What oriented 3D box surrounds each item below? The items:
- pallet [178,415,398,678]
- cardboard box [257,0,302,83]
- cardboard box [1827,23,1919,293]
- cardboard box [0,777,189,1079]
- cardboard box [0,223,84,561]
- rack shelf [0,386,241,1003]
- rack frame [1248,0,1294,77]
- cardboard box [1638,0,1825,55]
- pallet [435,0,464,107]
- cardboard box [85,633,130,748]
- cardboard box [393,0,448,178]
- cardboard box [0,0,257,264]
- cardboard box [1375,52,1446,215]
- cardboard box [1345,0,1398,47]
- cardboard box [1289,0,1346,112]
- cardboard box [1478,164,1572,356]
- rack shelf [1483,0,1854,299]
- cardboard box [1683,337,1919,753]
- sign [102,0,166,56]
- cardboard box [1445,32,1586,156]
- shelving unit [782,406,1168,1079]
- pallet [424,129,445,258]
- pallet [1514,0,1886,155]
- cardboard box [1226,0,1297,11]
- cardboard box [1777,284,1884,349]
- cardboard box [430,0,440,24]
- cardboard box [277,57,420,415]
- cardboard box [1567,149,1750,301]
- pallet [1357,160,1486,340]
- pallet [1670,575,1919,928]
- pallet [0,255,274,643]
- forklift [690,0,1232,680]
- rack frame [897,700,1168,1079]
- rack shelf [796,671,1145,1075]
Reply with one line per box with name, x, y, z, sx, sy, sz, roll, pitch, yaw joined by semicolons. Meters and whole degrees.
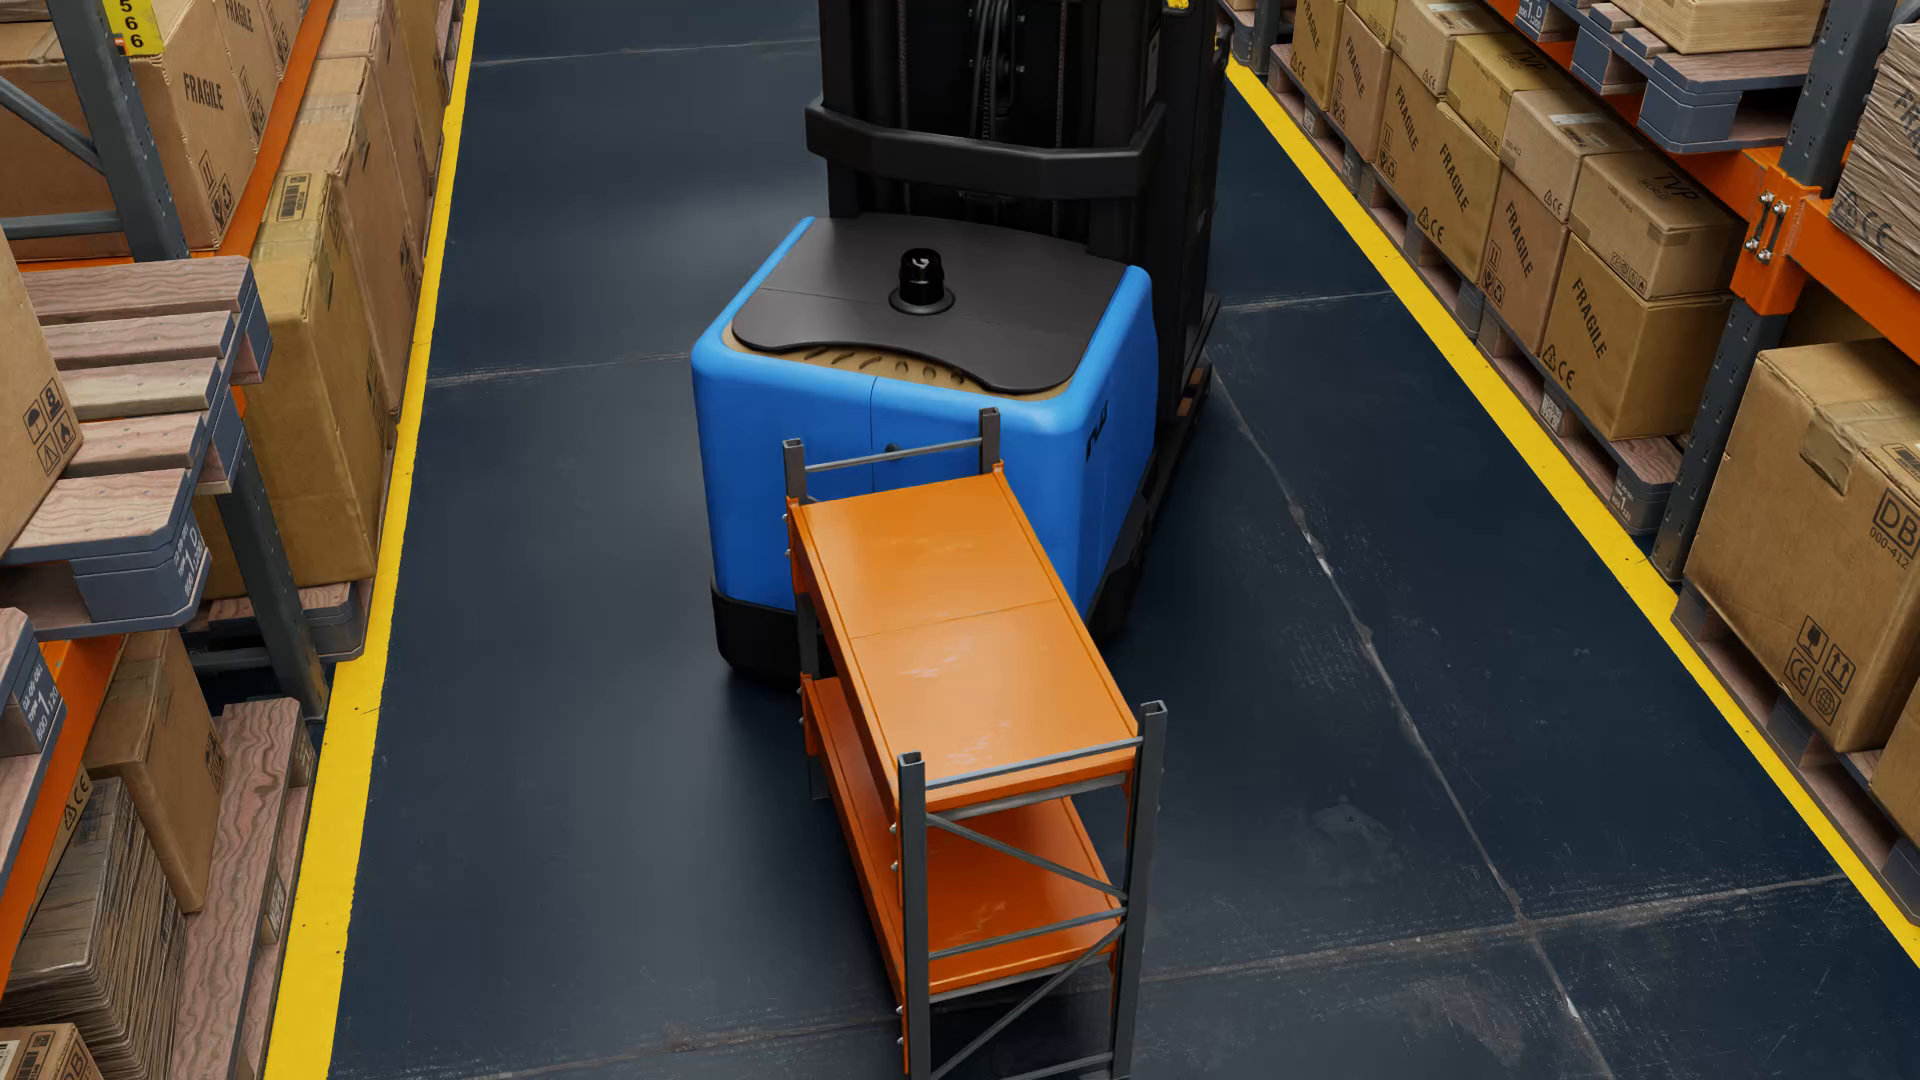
pallet;-2.325;-0.047;5.138;1.003;0.211;1.213;-6;38;-8
cardboard box;-2.264;-1.647;4.843;0.500;0.500;0.500;-7;38;-9
cardboard box;2.453;-0.876;3.851;0.500;0.500;0.500;-6;38;-7
cardboard box;-2.014;0.886;3.344;0.700;0.500;0.500;-9;39;-12
cardboard box;-1.930;-0.221;2.666;0.700;0.500;0.500;-1;38;-1
rack shelf;-1.910;0.828;2.325;1.077;0.370;4.000;-6;38;-8
rack frame;1.939;-3.552;7.378;1.000;3.000;0.127;-6;38;-8
cardboard box;2.101;-1.451;4.536;0.380;0.149;0.250;-6;38;-7
pallet;-3.018;-2.446;8.227;1.003;0.211;1.213;-6;38;-8
cardboard box;-2.114;0.255;3.545;0.500;0.250;0.500;-5;38;-6
cardboard box;-2.830;-2.022;6.798;1.225;0.875;0.875;-6;38;-8
cardboard box;-2.078;-1.026;4.044;0.500;0.500;0.500;-5;38;-7
cardboard box;2.007;-1.622;6.588;0.500;0.500;0.500;-6;38;-7
cardboard box;1.904;-2.231;6.761;0.500;0.250;0.500;-5;38;-7
cardboard box;1.807;-2.256;7.404;0.500;0.500;0.500;-5;38;-6
cardboard box;2.180;-0.998;5.785;0.500;0.500;0.500;-5;38;-6
rack shelf;2.290;-2.060;6.043;1.077;0.370;4.000;-6;38;-8
cardboard box;2.658;-0.036;4.343;1.050;0.750;0.750;-7;38;-9
sign;-1.728;-1.154;3.411;0.100;0.325;0.005;-6;38;-8
cardboard box;2.089;-1.609;5.960;0.500;0.250;0.500;-5;38;-7
shelving unit;-0.009;0.489;3.704;0.538;1.125;1.048;-10;39;-13
pallet;-2.752;-1.521;7.035;1.003;0.211;1.213;-6;38;-8
pallet;2.410;-1.480;4.866;1.213;0.211;1.003;-6;38;-8
cardboard box;1.535;-2.793;8.381;0.380;0.149;0.250;-6;38;-7
cardboard box;2.767;-0.770;5.491;0.500;0.500;0.500;-8;39;-10
cardboard box;-2.999;-2.814;7.817;0.875;0.875;0.875;-6;38;-8
cardboard box;-2.510;-0.949;5.416;1.225;0.875;0.875;-6;38;-8
cardboard box;2.262;-0.996;5.171;0.500;0.250;0.500;-7;38;-9
pallet;2.294;-1.243;6.677;1.003;0.211;1.213;-6;38;-8
pallet;2.704;0.449;4.500;1.003;0.211;1.213;-6;38;-8
pallet;-2.031;-0.169;3.179;1.213;0.211;1.003;-6;38;-8
forklift;0.244;-1.549;4.855;1.130;2.935;3.031;11;39;14
rack frame;0.134;0.788;3.318;0.500;1.125;0.032;-10;39;-13
rack shelf;-0.009;0.682;3.854;0.538;0.278;1.000;-10;39;-13
